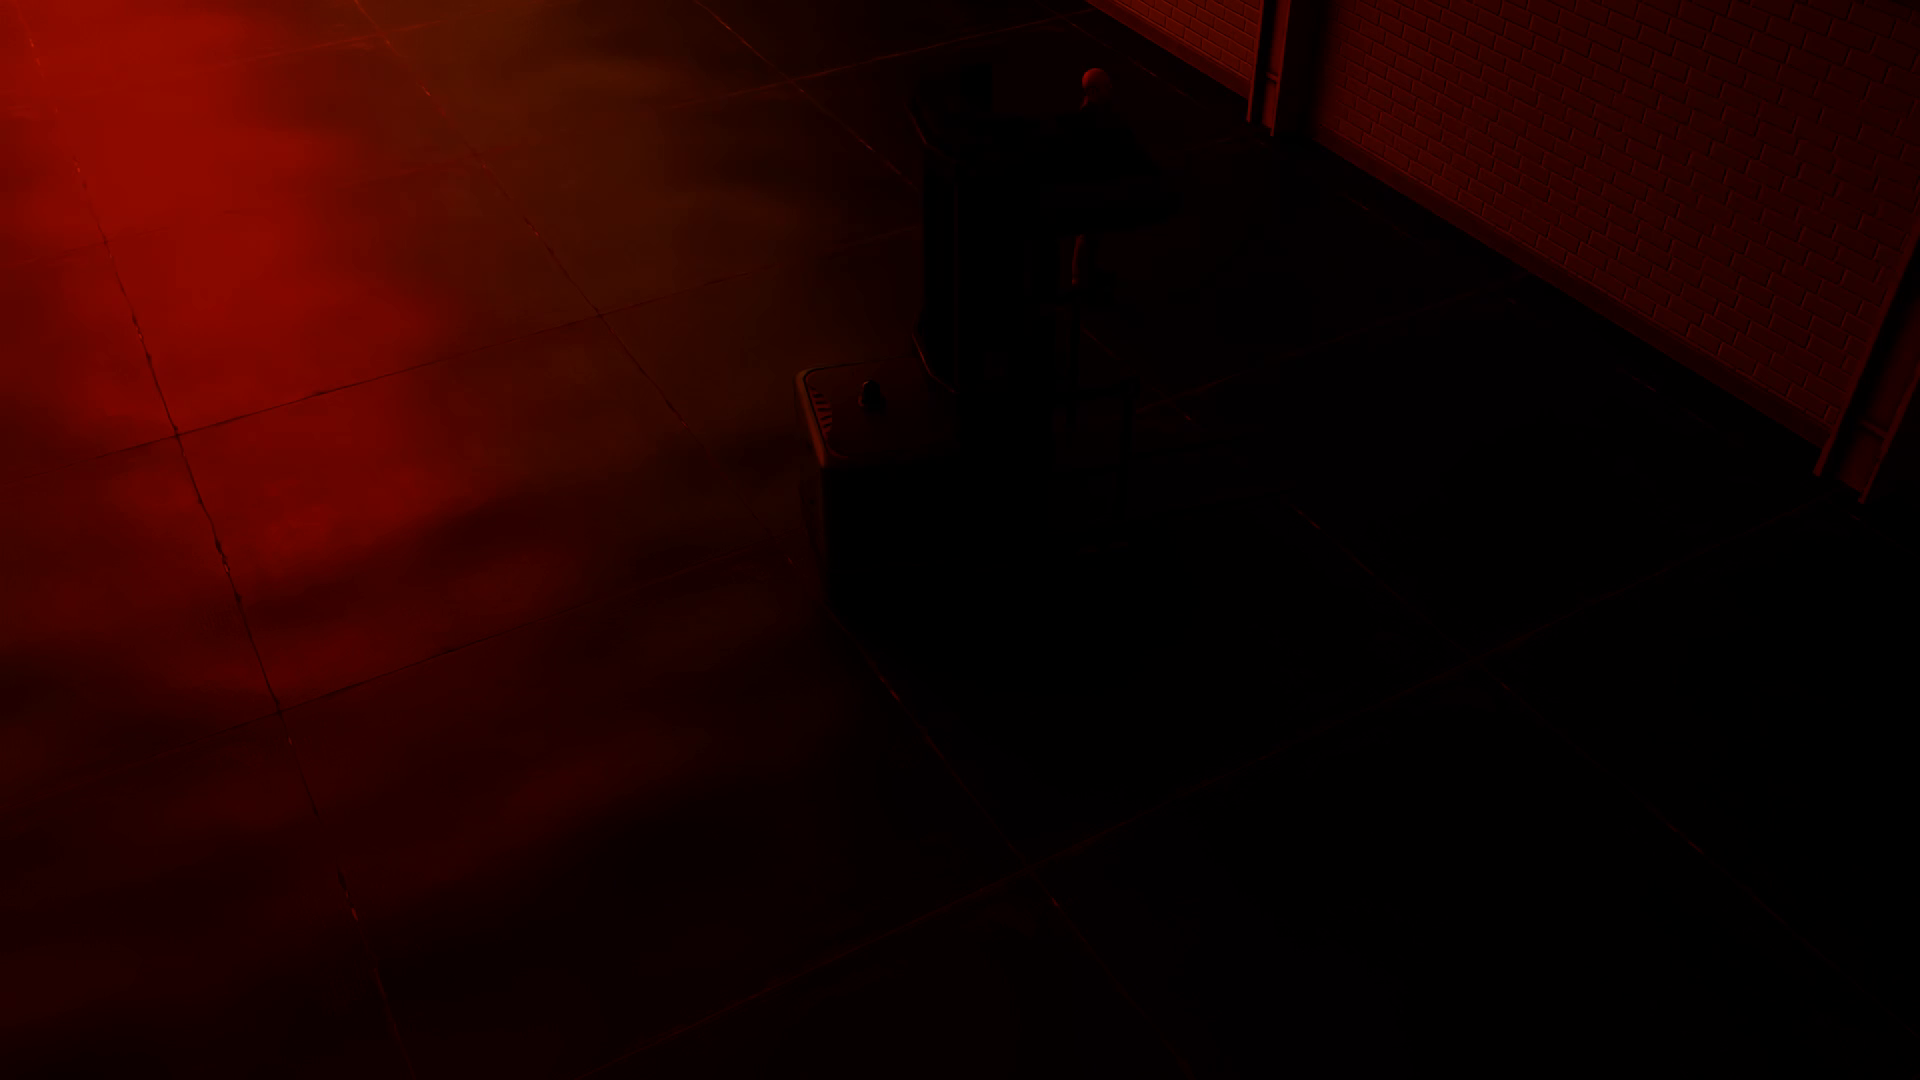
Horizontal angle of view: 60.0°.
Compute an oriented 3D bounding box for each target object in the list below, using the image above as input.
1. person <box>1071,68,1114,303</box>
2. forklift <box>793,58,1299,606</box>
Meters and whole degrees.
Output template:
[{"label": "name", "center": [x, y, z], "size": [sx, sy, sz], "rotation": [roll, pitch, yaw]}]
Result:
[{"label": "person", "center": [0.992, -2.611, 12.133], "size": [0.376, 1.724, 0.525], "rotation": [5, 40, 6]}, {"label": "forklift", "center": [0.569, -1.249, 9.542], "size": [3.031, 2.935, 1.130], "rotation": [-9, 41, -11]}]
